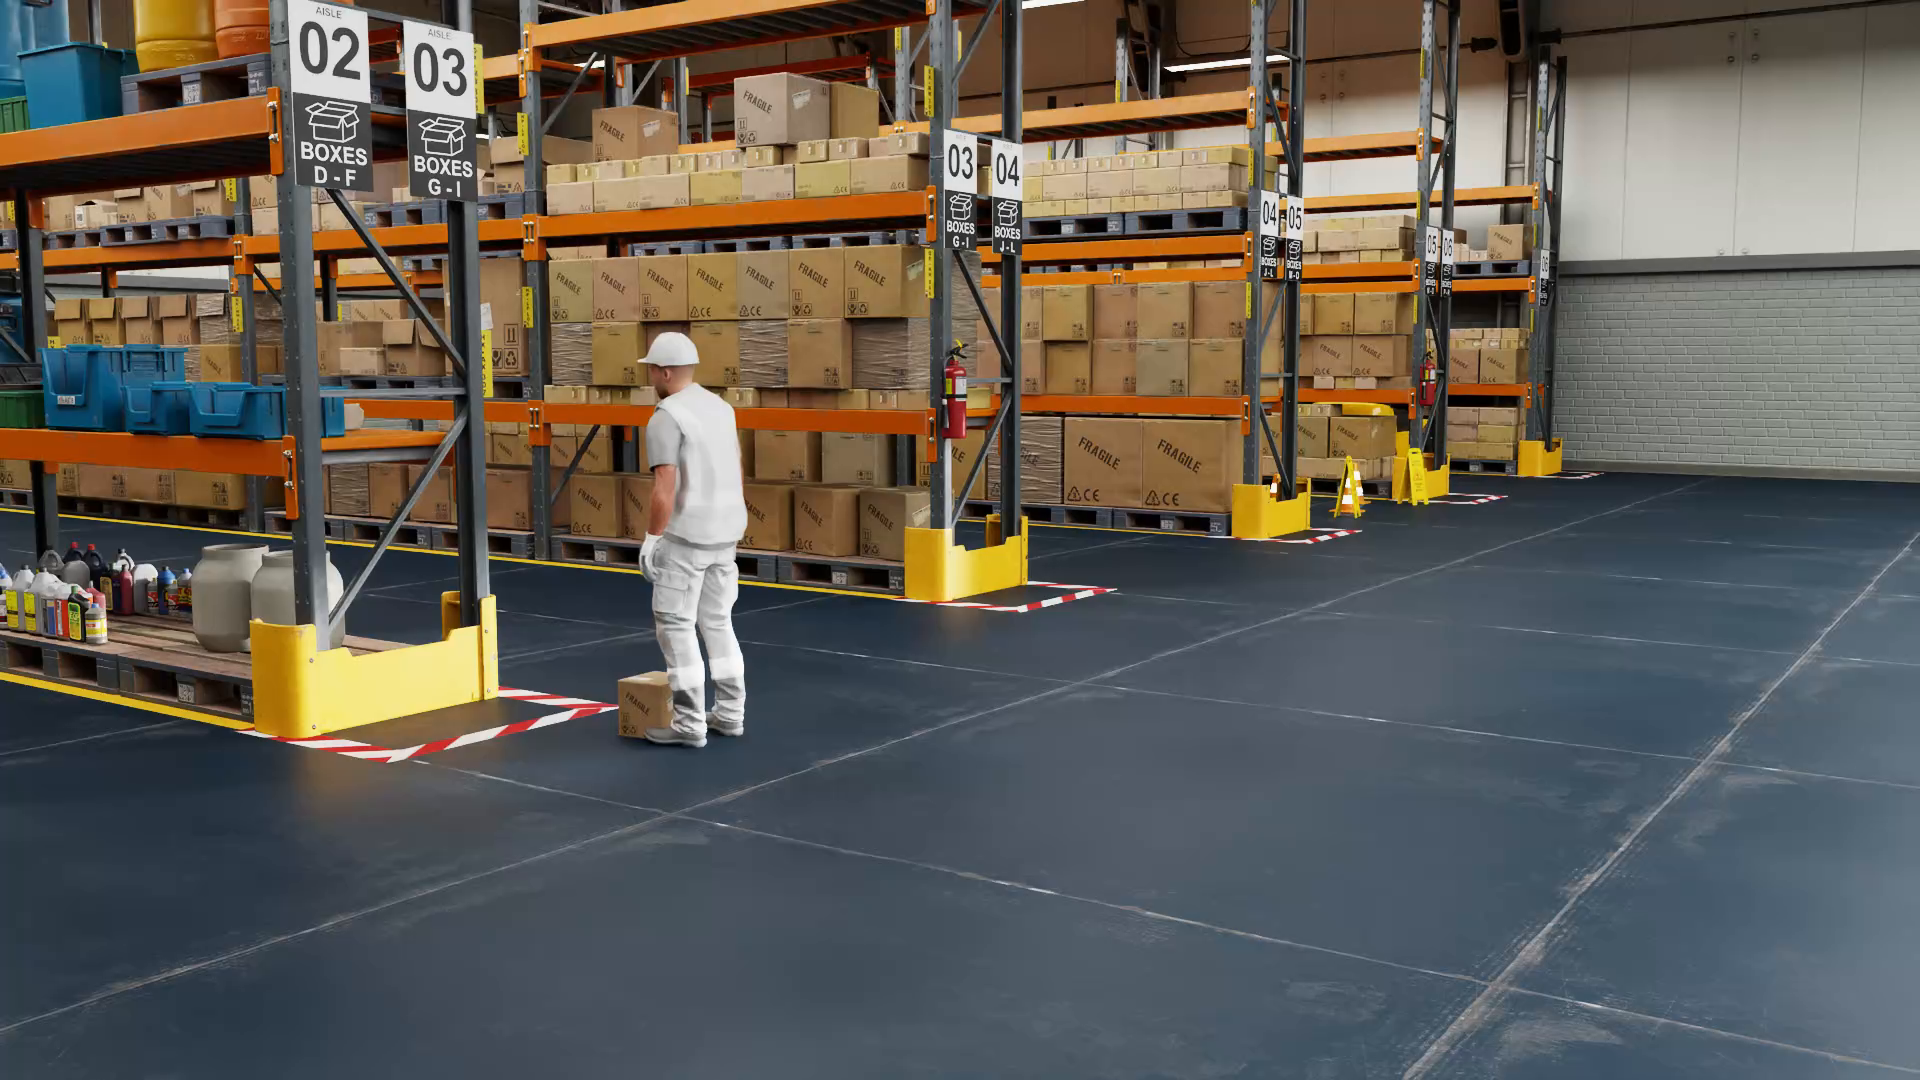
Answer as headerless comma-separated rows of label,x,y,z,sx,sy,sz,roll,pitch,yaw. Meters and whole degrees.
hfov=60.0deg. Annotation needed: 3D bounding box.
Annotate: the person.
person,-1.164,-0.005,7.206,0.453,1.778,0.606,4,7,30
